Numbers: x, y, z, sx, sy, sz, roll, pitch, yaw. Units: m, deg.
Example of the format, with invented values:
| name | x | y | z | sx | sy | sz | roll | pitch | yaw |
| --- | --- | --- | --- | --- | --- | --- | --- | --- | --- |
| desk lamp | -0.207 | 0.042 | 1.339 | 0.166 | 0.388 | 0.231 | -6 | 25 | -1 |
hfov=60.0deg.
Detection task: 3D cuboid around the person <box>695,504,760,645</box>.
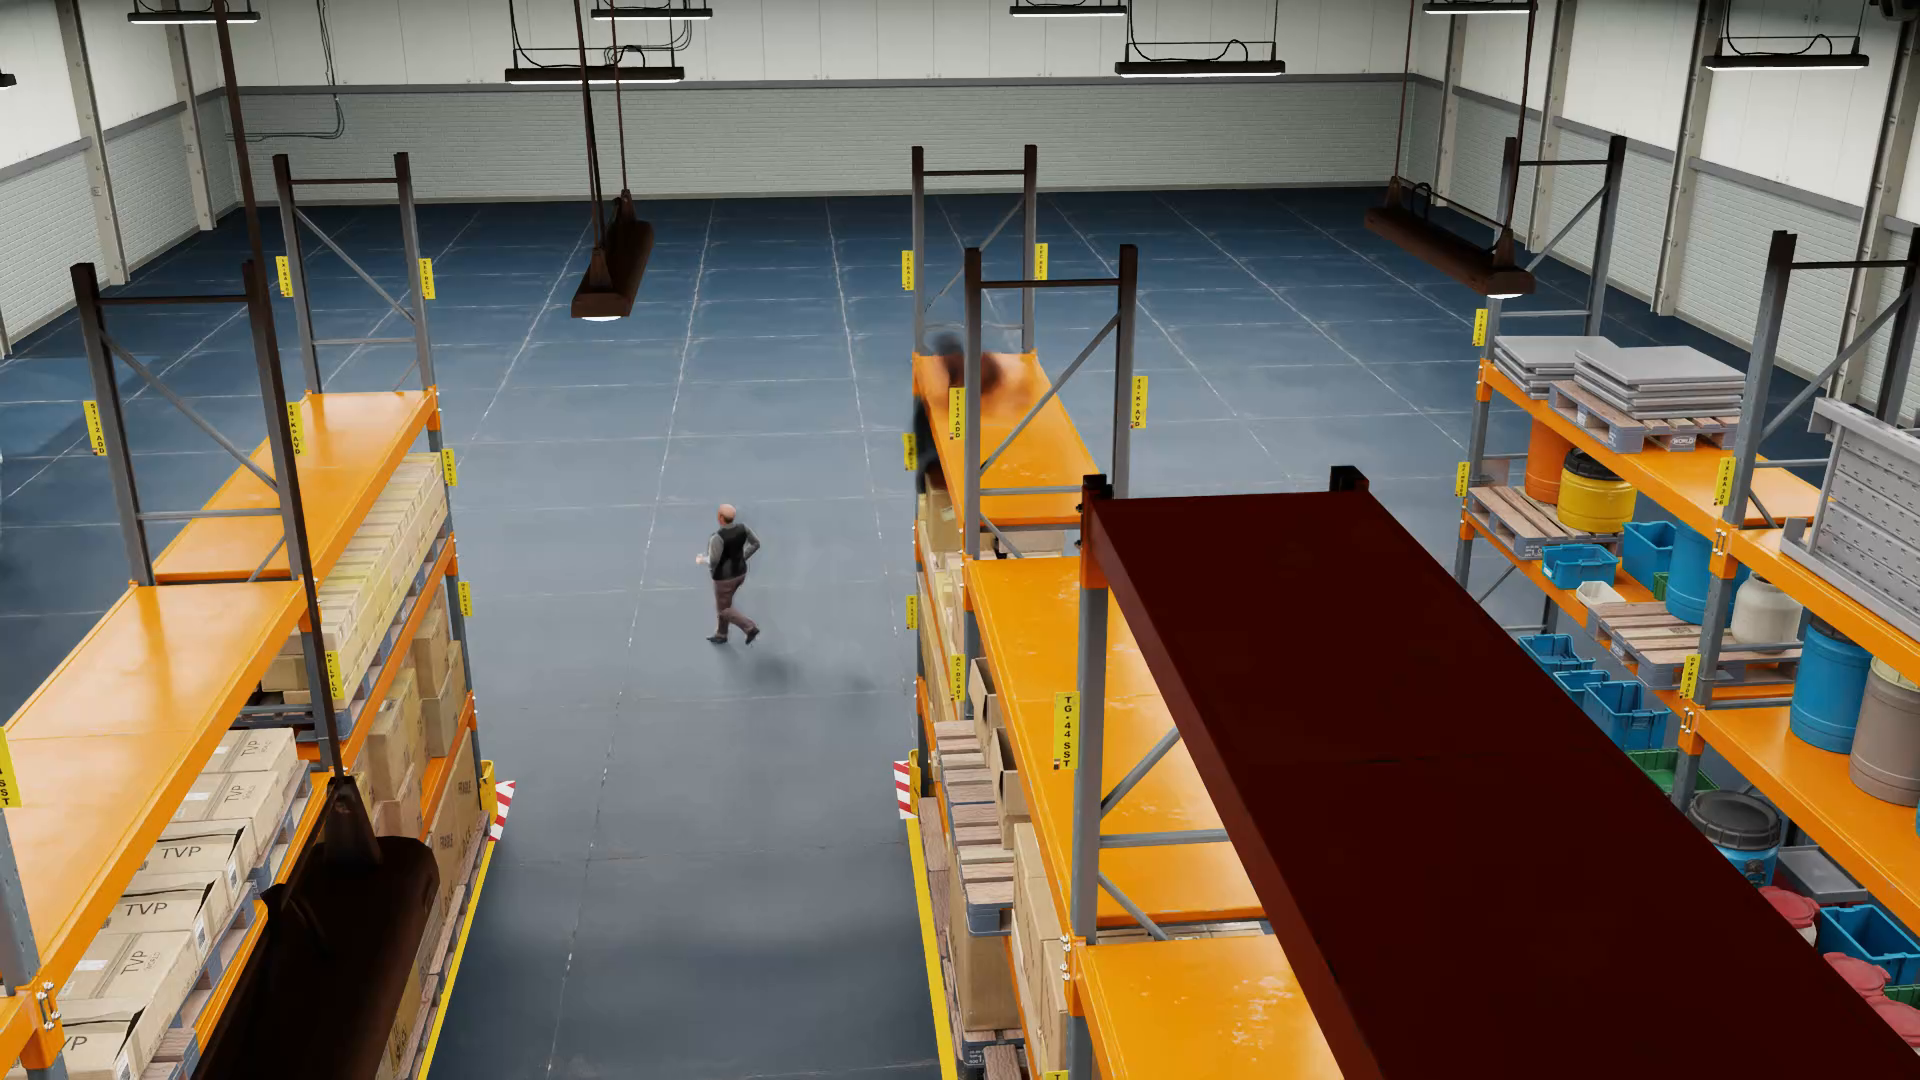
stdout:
| name | x | y | z | sx | sy | sz | roll | pitch | yaw |
| --- | --- | --- | --- | --- | --- | --- | --- | --- | --- |
| person | -2.517 | 0.420 | 18.299 | 0.875 | 1.721 | 0.662 | 14 | 26 | 32 |
